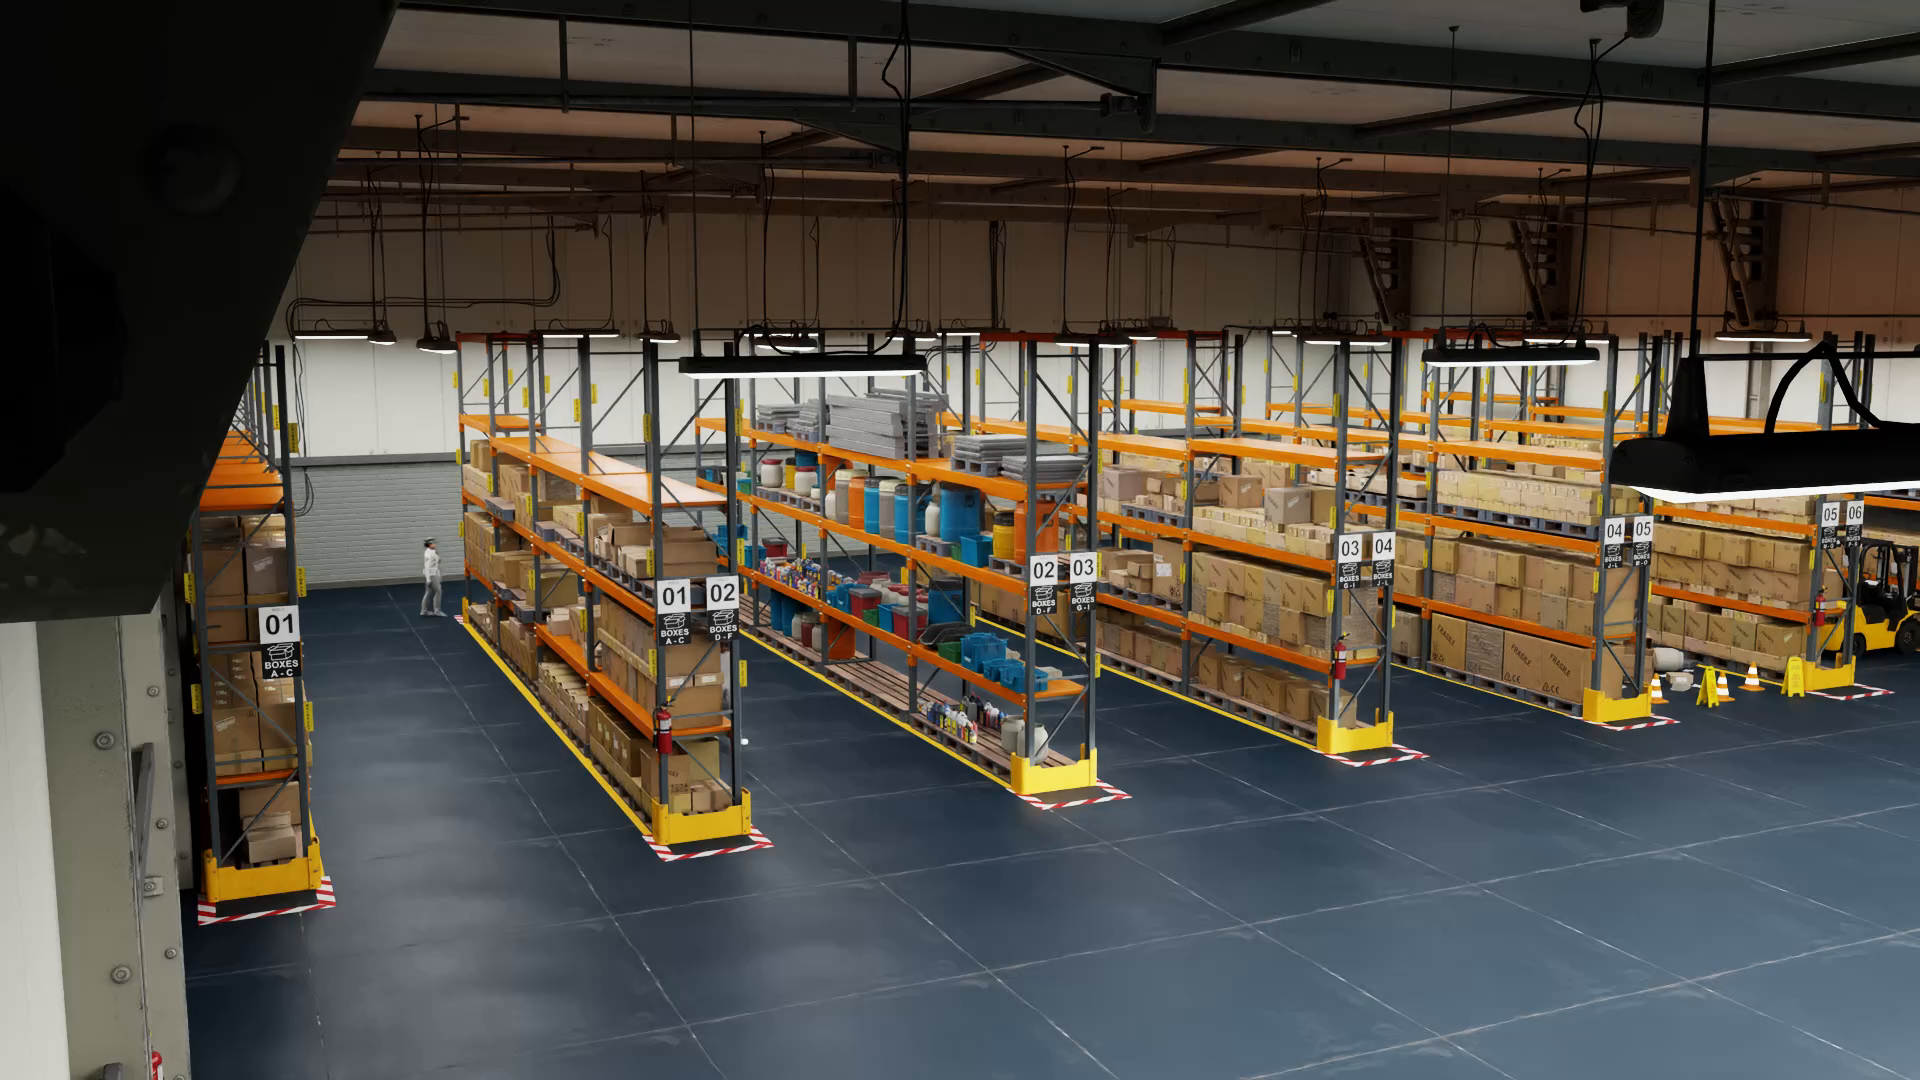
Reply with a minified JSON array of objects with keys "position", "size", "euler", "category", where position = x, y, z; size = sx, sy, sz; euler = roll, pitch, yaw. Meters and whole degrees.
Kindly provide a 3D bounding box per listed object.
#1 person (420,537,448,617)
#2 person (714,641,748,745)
[{"position":[-11.159,0.786,35.142],"size":[0.529,1.708,0.487],"euler":[-4,9,-27],"category":"person"},{"position":[-3.429,2.203,24.576],"size":[0.537,1.636,0.900],"euler":[-1,8,-9],"category":"person"}]
